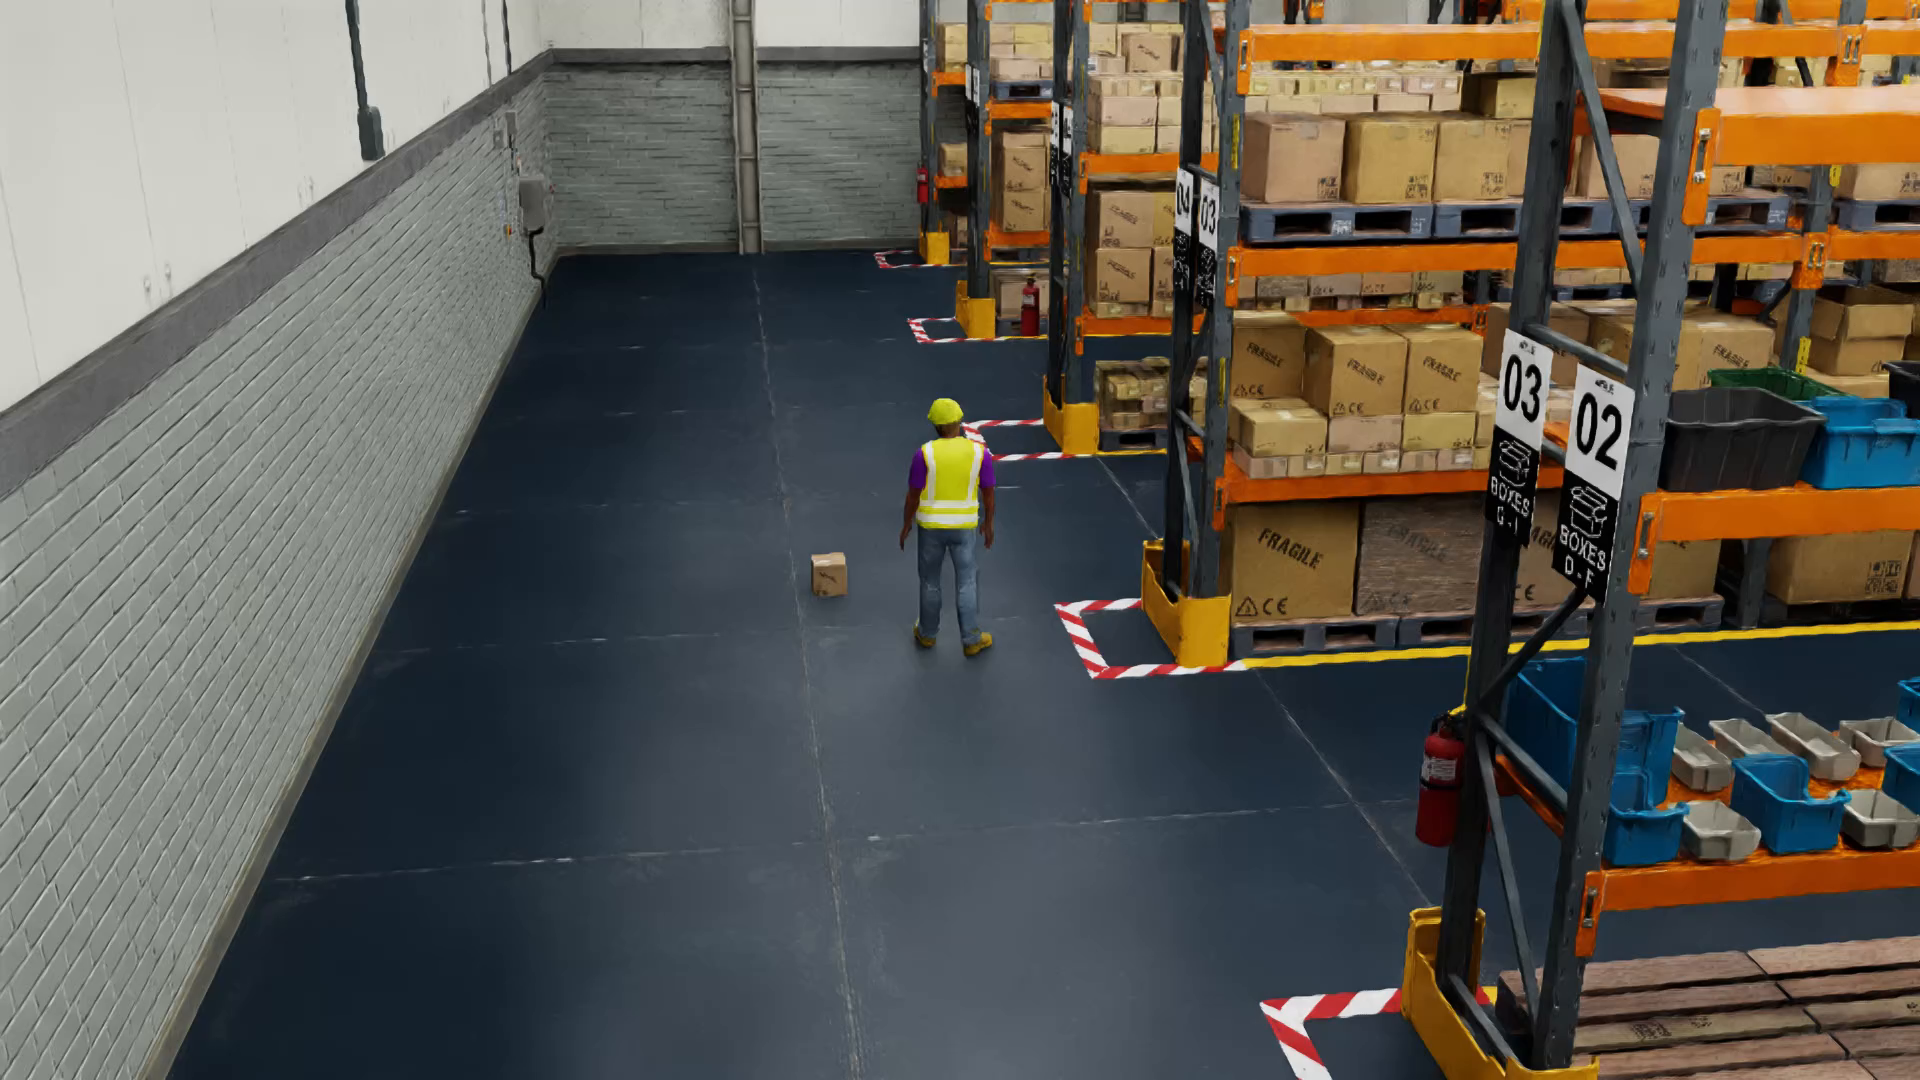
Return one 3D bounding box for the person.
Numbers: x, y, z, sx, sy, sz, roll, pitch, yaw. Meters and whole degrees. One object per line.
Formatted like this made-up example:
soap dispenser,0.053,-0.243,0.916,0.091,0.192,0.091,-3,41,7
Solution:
person,-0.094,-0.119,11.292,0.655,1.768,0.495,-3,20,-8
